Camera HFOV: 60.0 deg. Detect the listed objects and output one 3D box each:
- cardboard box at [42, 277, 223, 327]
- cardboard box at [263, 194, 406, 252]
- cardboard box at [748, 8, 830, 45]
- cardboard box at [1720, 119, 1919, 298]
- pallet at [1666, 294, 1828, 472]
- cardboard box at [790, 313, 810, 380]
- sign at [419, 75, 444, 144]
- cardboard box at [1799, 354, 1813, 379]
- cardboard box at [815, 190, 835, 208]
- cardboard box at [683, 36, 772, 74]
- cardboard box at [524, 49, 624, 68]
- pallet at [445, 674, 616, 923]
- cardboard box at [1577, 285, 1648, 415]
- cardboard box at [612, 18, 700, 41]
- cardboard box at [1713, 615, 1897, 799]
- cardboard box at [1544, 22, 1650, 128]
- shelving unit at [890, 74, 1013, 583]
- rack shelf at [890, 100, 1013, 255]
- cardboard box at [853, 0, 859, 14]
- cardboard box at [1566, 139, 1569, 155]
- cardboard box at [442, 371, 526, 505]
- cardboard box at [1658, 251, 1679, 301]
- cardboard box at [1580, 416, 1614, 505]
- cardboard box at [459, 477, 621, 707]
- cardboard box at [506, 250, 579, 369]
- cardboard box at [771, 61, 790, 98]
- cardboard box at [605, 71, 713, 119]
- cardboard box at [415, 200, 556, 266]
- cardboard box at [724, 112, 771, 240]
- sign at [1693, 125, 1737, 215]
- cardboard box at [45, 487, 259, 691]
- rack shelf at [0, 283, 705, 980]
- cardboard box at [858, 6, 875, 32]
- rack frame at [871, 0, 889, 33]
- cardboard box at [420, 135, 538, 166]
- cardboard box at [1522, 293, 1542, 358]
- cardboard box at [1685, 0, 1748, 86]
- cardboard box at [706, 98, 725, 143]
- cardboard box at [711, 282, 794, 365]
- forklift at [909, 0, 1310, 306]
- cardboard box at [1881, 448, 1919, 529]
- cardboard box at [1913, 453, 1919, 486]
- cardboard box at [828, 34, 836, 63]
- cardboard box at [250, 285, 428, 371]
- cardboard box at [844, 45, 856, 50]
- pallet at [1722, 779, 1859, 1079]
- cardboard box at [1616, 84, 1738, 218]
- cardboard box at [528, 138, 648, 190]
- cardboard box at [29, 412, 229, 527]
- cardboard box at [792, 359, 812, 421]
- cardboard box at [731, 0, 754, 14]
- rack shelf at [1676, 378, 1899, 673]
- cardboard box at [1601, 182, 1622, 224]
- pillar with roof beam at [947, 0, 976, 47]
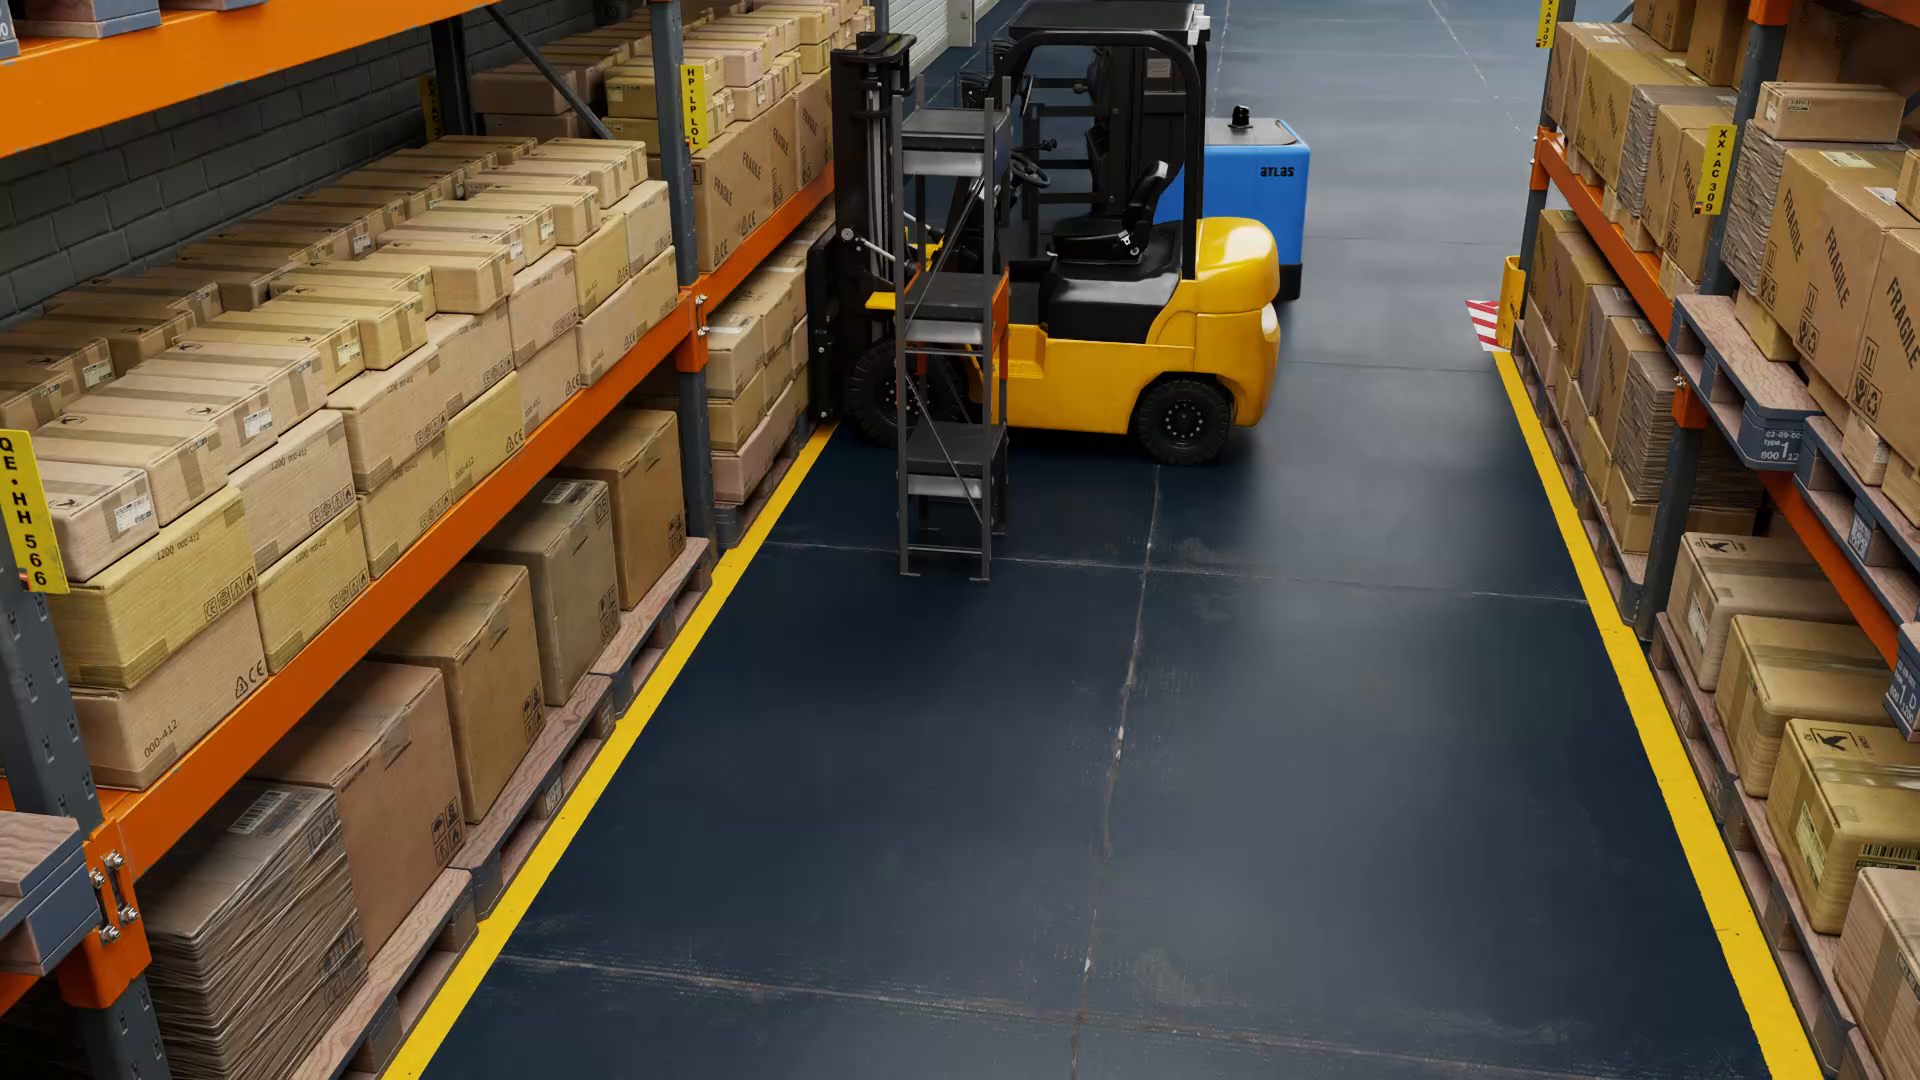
[{"bbox_3d":[-2.313,-0.627,4.668,0.380,0.149,0.250,4,25,8],"label":"cardboard box"},{"bbox_3d":[-2.090,-1.051,5.574,0.380,0.149,0.250,4,25,8],"label":"cardboard box"},{"bbox_3d":[-0.903,-2.709,8.766,0.380,0.149,0.250,5,25,10],"label":"cardboard box"},{"bbox_3d":[2.941,-1.119,5.639,0.500,0.500,0.500,5,25,10],"label":"cardboard box"},{"bbox_3d":[3.032,-0.529,5.568,1.003,0.211,1.213,4,25,9],"label":"pallet"},{"bbox_3d":[-1.039,-1.040,8.593,0.500,0.250,0.500,4,25,8],"label":"cardboard box"},{"bbox_3d":[-2.145,-1.734,6.801,0.100,0.325,0.005,4,25,9],"label":"sign"},{"bbox_3d":[2.878,-0.565,5.220,0.380,0.149,0.250,6,26,12],"label":"cardboard box"},{"bbox_3d":[-0.788,-1.910,9.862,0.500,0.250,0.500,4,25,9],"label":"cardboard box"},{"bbox_3d":[-1.106,-2.288,7.866,0.380,0.149,0.250,4,25,8],"label":"cardboard box"},{"bbox_3d":[-1.731,-2.110,7.485,0.380,0.149,0.250,4,25,8],"label":"cardboard box"},{"bbox_3d":[-1.876,0.818,5.754,1.003,0.211,1.213,4,25,9],"label":"pallet"},{"bbox_3d":[3.296,-0.902,8.003,0.500,0.500,0.500,5,26,11],"label":"cardboard box"},{"bbox_3d":[-1.529,-2.533,8.390,0.380,0.149,0.250,5,25,10],"label":"cardboard box"},{"bbox_3d":[3.103,0.595,5.545,0.950,0.372,0.625,6,26,12],"label":"cardboard box"},{"bbox_3d":[3.603,-2.600,9.297,0.500,0.500,0.500,4,25,8],"label":"cardboard box"},{"bbox_3d":[-0.027,-0.882,7.157,0.431,2.100,0.503,4,25,9],"label":"shelving unit"},{"bbox_3d":[-0.027,-1.503,6.866,0.431,0.518,0.480,4,25,9],"label":"rack shelf"},{"bbox_3d":[-0.803,-3.145,9.696,0.380,0.149,0.250,4,25,9],"label":"cardboard box"},{"bbox_3d":[3.544,-2.145,9.091,0.380,0.149,0.250,3,25,7],"label":"cardboard box"},{"bbox_3d":[-1.686,-0.338,5.112,0.500,0.250,0.500,5,26,10],"label":"cardboard box"},{"bbox_3d":[3.086,-1.072,6.798,0.380,0.149,0.250,5,25,10],"label":"cardboard box"},{"bbox_3d":[3.209,-0.360,7.728,0.500,0.250,0.500,3,25,7],"label":"cardboard box"},{"bbox_3d":[-1.806,0.160,6.175,0.875,0.625,0.625,4,25,8],"label":"cardboard box"},{"bbox_3d":[-1.591,-0.774,5.453,0.500,0.250,0.500,5,25,10],"label":"cardboard box"},{"bbox_3d":[-1.048,-2.255,8.147,0.380,0.149,0.250,3,25,7],"label":"cardboard box"},{"bbox_3d":[-1.252,-1.854,6.939,0.380,0.149,0.250,5,25,10],"label":"cardboard box"},{"bbox_3d":[-1.567,-1.016,5.500,0.380,0.149,0.250,3,25,7],"label":"cardboard box"},{"bbox_3d":[-1.198,-1.700,7.725,0.500,0.500,0.500,4,25,9],"label":"cardboard box"},{"bbox_3d":[2.764,-1.352,6.079,0.100,0.325,0.005,4,25,9],"label":"sign"},{"bbox_3d":[-1.912,0.080,3.629,0.500,0.250,0.500,4,25,8],"label":"cardboard box"},{"bbox_3d":[-1.924,-0.106,5.286,1.077,0.370,4.000,4,25,9],"label":"rack shelf"},{"bbox_3d":[-0.723,-3.115,9.984,0.380,0.149,0.250,4,25,9],"label":"cardboard box"},{"bbox_3d":[-0.943,-2.941,10.494,1.000,3.000,0.127,4,25,9],"label":"rack frame"},{"bbox_3d":[-1.866,-1.475,6.479,0.380,0.149,0.250,3,25,7],"label":"cardboard box"},{"bbox_3d":[3.550,-1.225,9.577,0.500,0.250,0.500,4,25,8],"label":"cardboard box"},{"bbox_3d":[3.796,-2.372,7.631,0.700,0.500,0.500,4,25,8],"label":"cardboard box"},{"bbox_3d":[-1.244,-1.830,7.239,0.380,0.149,0.250,5,25,10],"label":"cardboard box"},{"bbox_3d":[-1.115,-1.059,8.043,0.500,0.250,0.500,4,25,9],"label":"cardboard box"},{"bbox_3d":[0.734,-3.052,10.812,3.031,2.935,1.130,0,25,-1],"label":"forklift"},{"bbox_3d":[2.643,-0.136,4.303,0.380,0.149,0.250,3,25,7],"label":"cardboard box"},{"bbox_3d":[2.602,-0.260,3.804,0.500,0.500,0.500,2,25,5],"label":"cardboard box"},{"bbox_3d":[-0.887,-2.684,9.064,0.380,0.149,0.250,3,25,7],"label":"cardboard box"},{"bbox_3d":[-1.707,-0.587,4.584,0.380,0.149,0.250,5,25,10],"label":"cardboard box"},{"bbox_3d":[-0.859,-2.546,9.532,0.500,0.500,0.500,5,26,10],"label":"cardboard box"},{"bbox_3d":[2.978,1.175,4.991,1.003,0.211,1.213,4,25,9],"label":"pallet"},{"bbox_3d":[3.286,-1.742,7.464,0.500,0.500,0.500,5,25,10],"label":"cardboard box"},{"bbox_3d":[-1.434,-1.449,6.424,0.380,0.149,0.250,5,26,10],"label":"cardboard box"},{"bbox_3d":[-1.866,-0.159,3.667,0.380,0.149,0.250,5,25,10],"label":"cardboard box"},{"bbox_3d":[-1.055,-0.821,8.715,0.500,0.250,0.500,4,25,9],"label":"cardboard box"},{"bbox_3d":[-1.369,-2.968,9.318,0.380,0.149,0.250,4,25,9],"label":"cardboard box"},{"bbox_3d":[2.974,0.237,4.554,1.077,0.370,4.000,4,25,9],"label":"rack shelf"},{"bbox_3d":[3.293,-1.607,7.942,0.380,0.149,0.250,4,25,9],"label":"cardboard box"},{"bbox_3d":[4.262,-10.150,18.819,9.100,9.000,0.400,4,25,9],"label":"pillar with roof beam"}]
